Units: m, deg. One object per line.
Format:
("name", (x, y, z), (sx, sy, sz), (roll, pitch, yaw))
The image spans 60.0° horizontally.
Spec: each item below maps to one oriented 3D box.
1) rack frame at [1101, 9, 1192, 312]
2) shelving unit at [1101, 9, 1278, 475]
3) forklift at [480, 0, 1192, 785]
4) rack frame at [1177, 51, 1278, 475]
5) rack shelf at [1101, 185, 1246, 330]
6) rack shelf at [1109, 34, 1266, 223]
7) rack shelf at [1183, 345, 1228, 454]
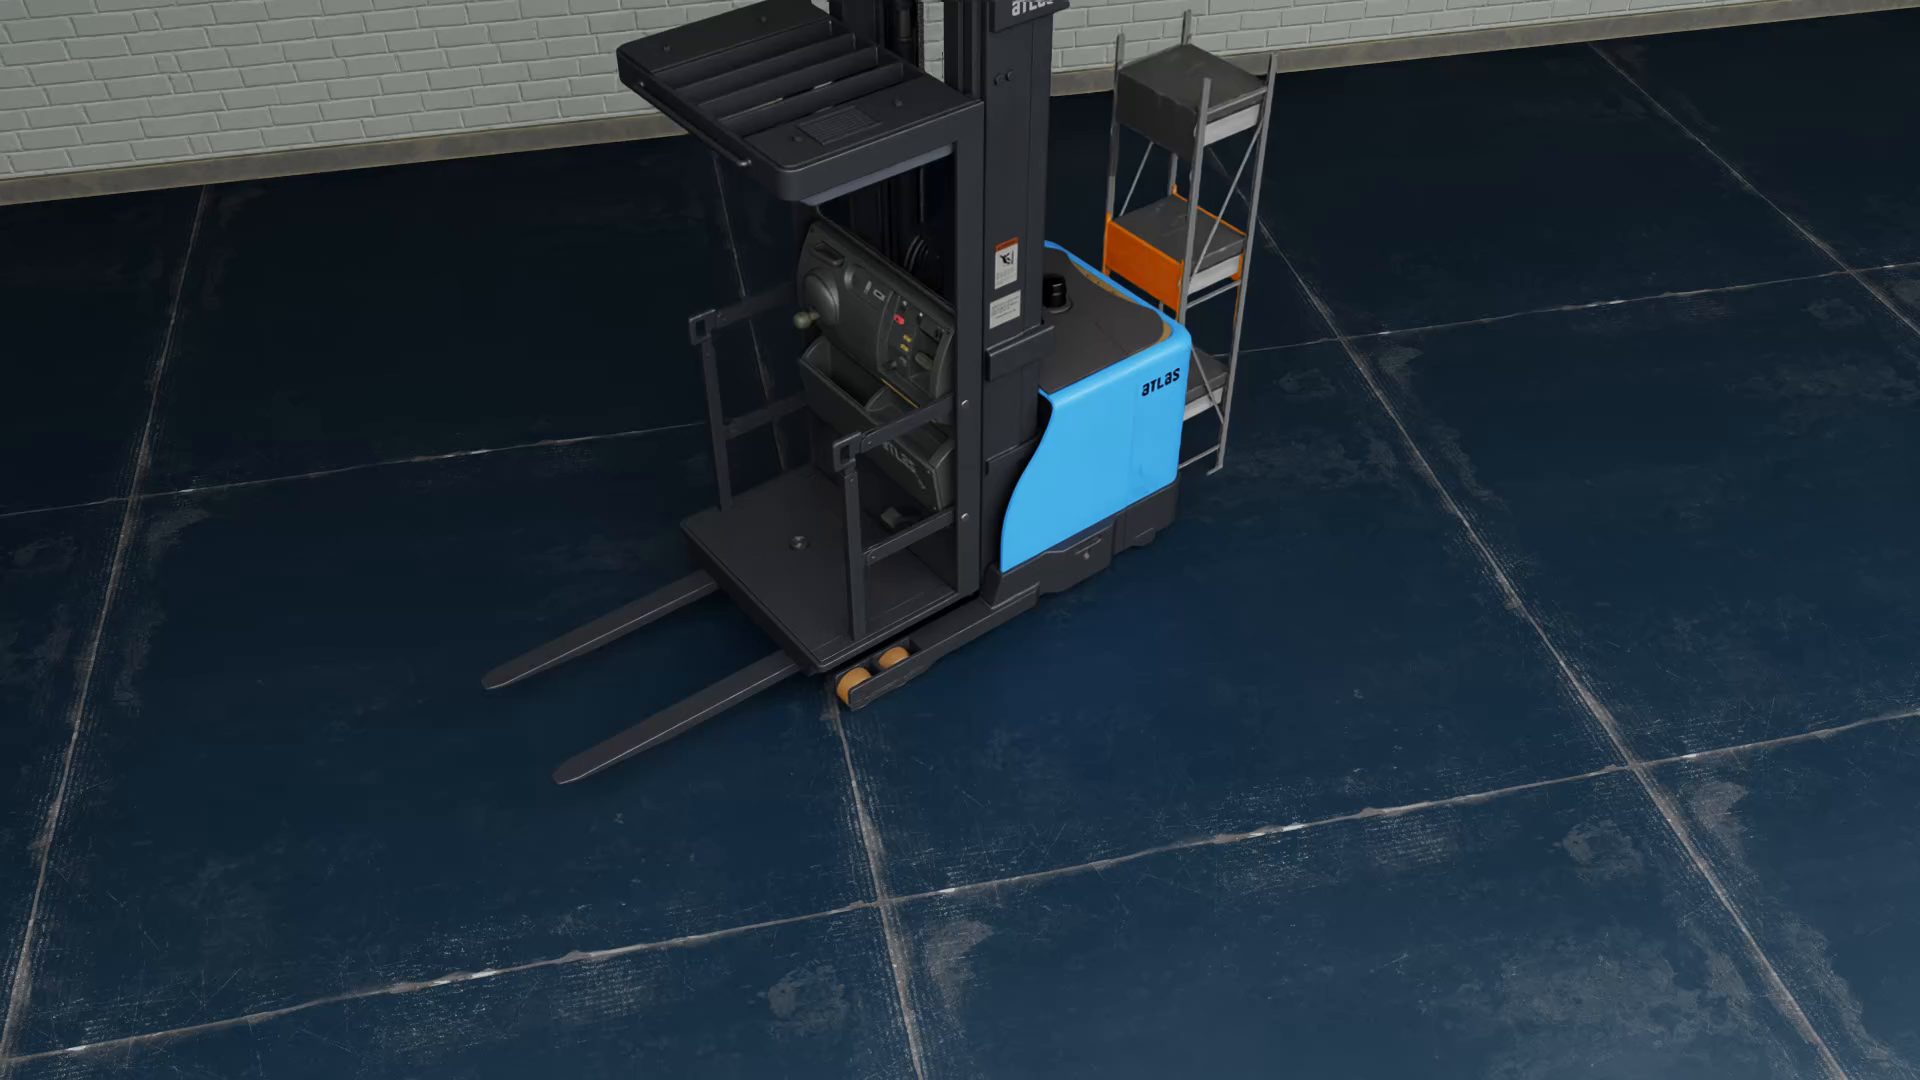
("rack frame", (0.789, -1.308, 7.424), (0.400, 2.100, 0.015), (-27, 48, -27))
("shelving unit", (0.938, -1.180, 7.279), (0.431, 2.100, 0.503), (-27, 48, -27))
("forklift", (-0.496, -0.811, 6.237), (3.031, 2.935, 1.130), (-27, 48, -27))
("rack frame", (1.087, -1.051, 7.135), (0.400, 2.100, 0.015), (-27, 48, -27))
("rack shelf", (0.938, -1.169, 7.288), (0.431, 0.518, 0.480), (-27, 48, -27))
("rack shelf", (0.938, -1.693, 6.823), (0.431, 0.518, 0.480), (-27, 48, -27))
("rack shelf", (0.938, -0.646, 7.753), (0.431, 0.518, 0.480), (-27, 48, -27))
